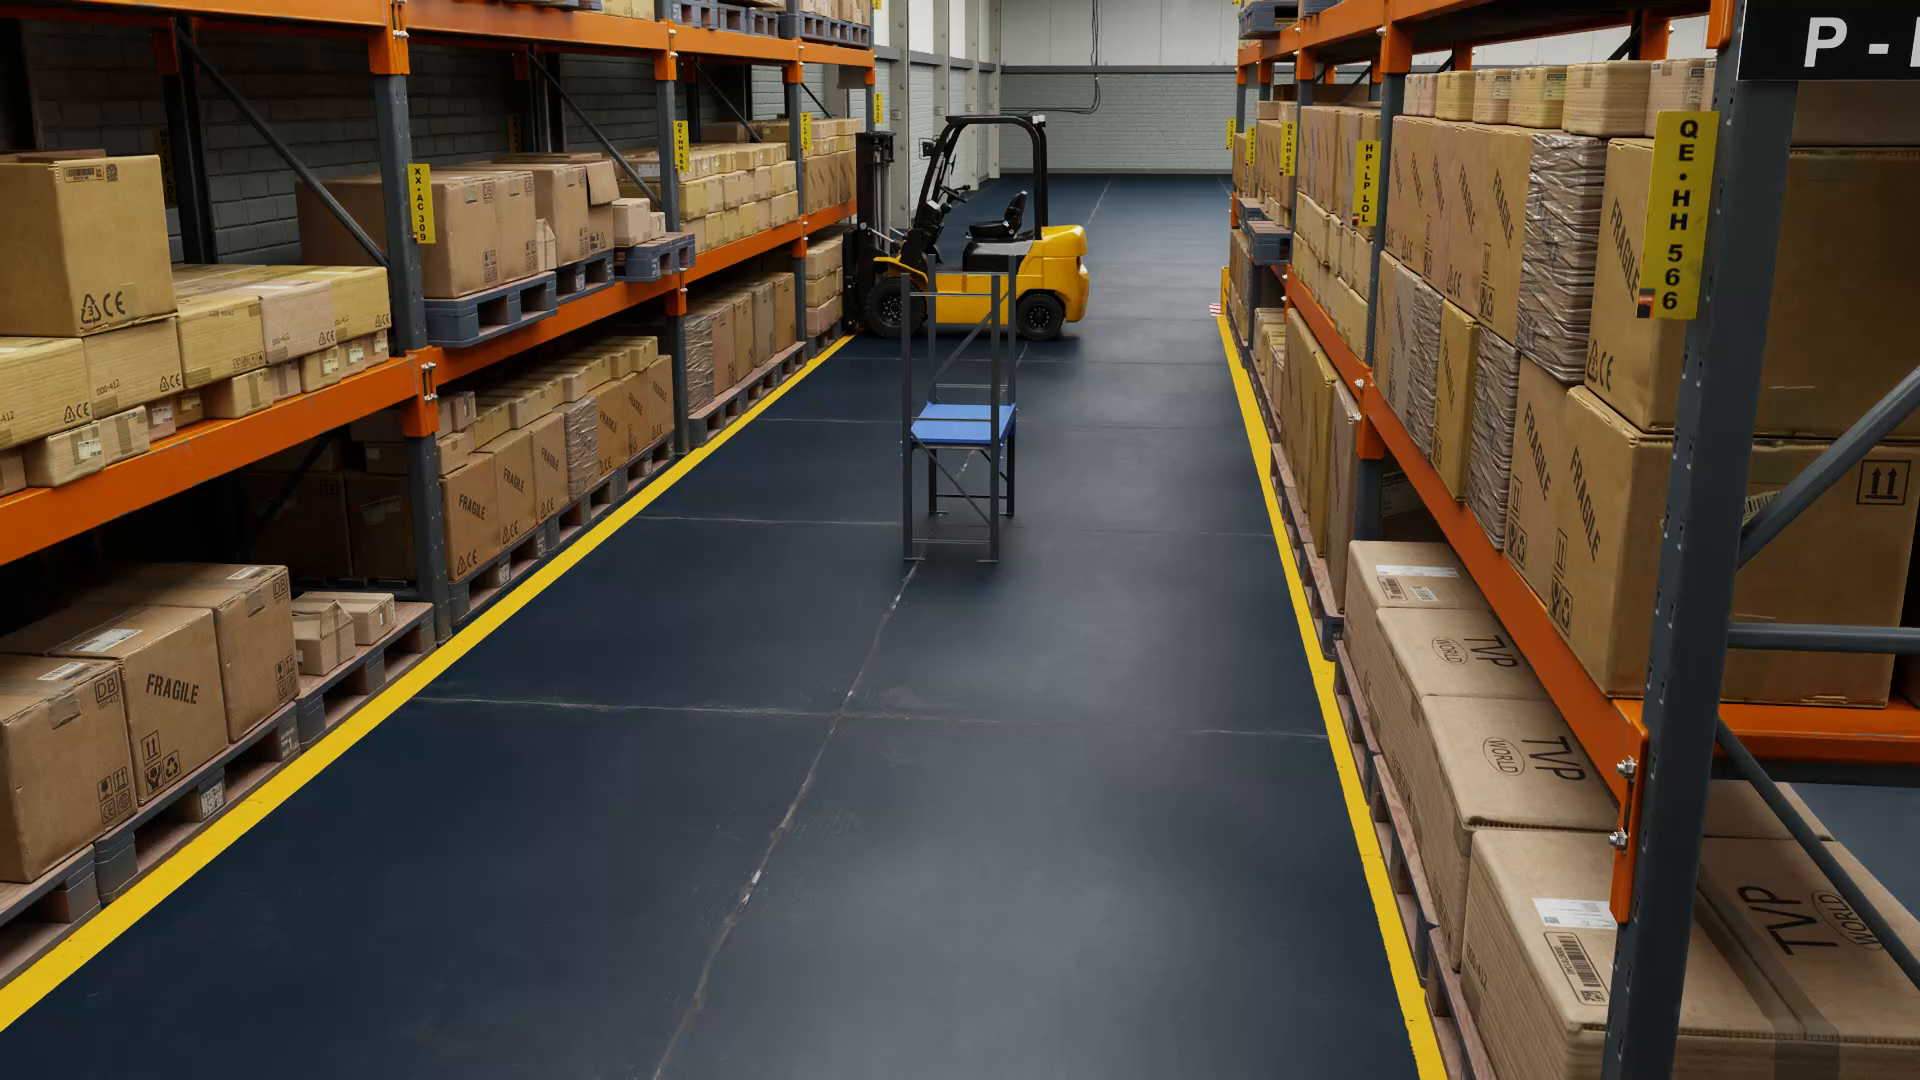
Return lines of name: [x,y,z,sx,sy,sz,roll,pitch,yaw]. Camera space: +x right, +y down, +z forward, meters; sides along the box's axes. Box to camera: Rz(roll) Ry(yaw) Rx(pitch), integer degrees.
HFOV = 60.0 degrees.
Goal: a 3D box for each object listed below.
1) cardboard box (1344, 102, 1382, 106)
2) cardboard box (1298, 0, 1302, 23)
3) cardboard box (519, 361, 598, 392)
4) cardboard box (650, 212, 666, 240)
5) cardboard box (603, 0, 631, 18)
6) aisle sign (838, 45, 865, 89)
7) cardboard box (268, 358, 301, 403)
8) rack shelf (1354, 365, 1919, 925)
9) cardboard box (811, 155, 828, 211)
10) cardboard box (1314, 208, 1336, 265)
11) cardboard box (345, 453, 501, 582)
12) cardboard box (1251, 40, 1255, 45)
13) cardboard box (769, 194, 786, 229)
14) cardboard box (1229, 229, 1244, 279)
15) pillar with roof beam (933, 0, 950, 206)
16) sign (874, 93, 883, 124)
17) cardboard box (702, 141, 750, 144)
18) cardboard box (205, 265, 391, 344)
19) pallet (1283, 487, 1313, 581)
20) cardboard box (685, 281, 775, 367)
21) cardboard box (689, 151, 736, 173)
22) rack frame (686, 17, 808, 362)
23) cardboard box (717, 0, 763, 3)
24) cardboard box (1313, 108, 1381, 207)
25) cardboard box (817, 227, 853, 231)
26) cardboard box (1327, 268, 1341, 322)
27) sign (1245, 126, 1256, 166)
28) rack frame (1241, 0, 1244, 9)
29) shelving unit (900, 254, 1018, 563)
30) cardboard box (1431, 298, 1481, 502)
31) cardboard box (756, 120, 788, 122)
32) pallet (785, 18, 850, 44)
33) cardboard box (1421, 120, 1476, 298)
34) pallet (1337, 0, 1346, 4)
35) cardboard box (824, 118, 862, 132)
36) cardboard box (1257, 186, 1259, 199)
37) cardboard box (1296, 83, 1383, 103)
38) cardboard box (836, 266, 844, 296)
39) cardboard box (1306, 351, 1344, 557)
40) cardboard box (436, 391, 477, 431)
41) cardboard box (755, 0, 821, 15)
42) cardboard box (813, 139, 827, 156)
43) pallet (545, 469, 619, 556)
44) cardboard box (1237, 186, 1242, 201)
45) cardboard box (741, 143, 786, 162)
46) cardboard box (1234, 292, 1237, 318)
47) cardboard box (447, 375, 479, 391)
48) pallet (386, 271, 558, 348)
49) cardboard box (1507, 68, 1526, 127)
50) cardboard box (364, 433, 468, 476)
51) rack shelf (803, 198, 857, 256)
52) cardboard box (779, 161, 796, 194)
cardboard box: [3.136,-3.264,12.678,0.380,0.149,0.250,1,15,4]
cardboard box: [2.728,-3.791,11.489,0.797,0.503,0.637,2,15,6]
cardboard box: [-2.328,-0.945,9.650,0.380,0.149,0.250,1,15,5]
cardboard box: [-2.041,-1.941,10.272,0.380,0.149,0.250,2,15,7]
cardboard box: [-2.221,-3.146,9.593,0.500,0.250,0.500,2,15,6]
aisle sign: [-1.146,-5.380,18.330,0.394,0.787,0.004,2,15,6]
cardboard box: [-2.654,-0.589,6.076,0.380,0.149,0.250,2,15,8]
rack shelf: [1.907,0.007,4.767,1.077,0.370,4.000,2,15,6]
cardboard box: [-1.545,-3.370,15.688,0.500,0.500,0.500,2,15,7]
cardboard box: [2.084,-1.547,8.466,0.500,0.250,0.500,2,15,7]
cardboard box: [-2.521,-0.119,7.840,0.500,0.500,0.500,2,15,9]
cardboard box: [2.996,-4.817,15.963,0.380,0.149,0.250,1,15,5]
cardboard box: [-1.745,-2.738,13.827,0.500,0.250,0.500,2,15,6]
cardboard box: [3.119,-3.001,17.541,0.500,0.500,0.500,1,15,4]
pillar with roof beam: [3.889,-11.400,34.082,9.100,9.000,0.400,2,15,6]
sign: [-0.908,-4.770,18.384,0.100,0.325,0.005,2,15,6]
cardboard box: [-2.115,-3.531,15.041,0.380,0.149,0.250,2,15,6]
cardboard box: [-2.614,-0.936,6.594,0.500,0.250,0.500,2,15,8]
pallet: [2.280,-0.032,8.877,1.003,0.211,1.213,2,15,6]
cardboard box: [-2.039,-1.799,13.812,0.875,0.625,0.625,2,15,6]
cardboard box: [-1.884,-2.812,12.380,0.380,0.149,0.250,2,15,7]
rack frame: [-1.897,-3.079,14.802,1.000,3.000,0.127,2,15,6]
cardboard box: [-1.823,-4.341,12.897,0.500,0.311,0.500,1,15,4]
cardboard box: [2.166,-2.044,8.867,0.500,0.500,0.500,2,15,8]
cardboard box: [-1.239,-3.213,17.846,0.500,0.250,0.500,2,15,7]
cardboard box: [2.068,-1.173,8.039,0.500,0.250,0.500,1,15,5]
sign: [2.496,-3.366,14.204,0.100,0.325,0.005,2,15,6]
rack frame: [3.487,-6.867,17.319,1.000,3.000,0.127,2,15,6]
shelving unit: [0.010,-0.746,9.048,0.538,1.500,1.048,2,15,6]
cardboard box: [1.638,-0.400,4.704,0.500,0.500,0.500,2,15,8]
cardboard box: [-1.898,-4.140,16.723,0.380,0.149,0.250,2,15,7]
pallet: [-1.686,-5.022,16.410,1.003,0.211,1.213,2,15,6]
cardboard box: [1.707,-1.010,5.044,0.500,0.500,0.500,2,15,7]
pallet: [2.441,-2.794,8.365,1.003,0.211,1.213,2,15,9]
cardboard box: [-1.276,-4.522,18.136,0.380,0.149,0.250,2,15,6]
cardboard box: [2.660,-2.881,13.747,0.380,0.149,0.250,2,15,7]
cardboard box: [3.301,-3.716,14.481,0.700,0.500,0.500,2,15,6]
cardboard box: [-1.412,-2.573,16.435,0.500,0.250,0.500,2,15,6]
cardboard box: [2.218,-0.434,8.285,0.875,0.875,0.875,2,15,8]
cardboard box: [-2.513,-0.611,7.846,0.380,0.149,0.250,1,15,4]
cardboard box: [-1.561,-4.943,15.126,0.500,0.311,0.500,2,15,7]
cardboard box: [-1.468,-3.713,15.712,0.380,0.149,0.250,2,15,7]
pallet: [-2.610,-0.187,9.451,1.003,0.211,1.213,2,15,6]
cardboard box: [3.044,-3.571,17.103,0.380,0.149,0.250,2,15,7]
cardboard box: [-1.714,-3.345,14.353,0.380,0.149,0.250,2,15,8]
cardboard box: [3.007,-2.371,16.649,0.500,0.250,0.500,3,15,10]
cardboard box: [-2.882,-0.819,9.185,0.380,0.149,0.250,1,15,4]
pallet: [-2.601,-1.115,7.908,1.003,0.211,1.213,2,15,6]
cardboard box: [1.661,-1.165,4.372,0.380,0.149,0.250,2,15,8]
cardboard box: [-2.494,-0.398,7.631,0.380,0.149,0.250,2,15,9]
rack shelf: [-1.671,-3.250,16.814,1.077,0.370,4.000,2,15,6]
cardboard box: [-1.698,-3.113,14.258,0.500,0.250,0.500,1,15,5]
